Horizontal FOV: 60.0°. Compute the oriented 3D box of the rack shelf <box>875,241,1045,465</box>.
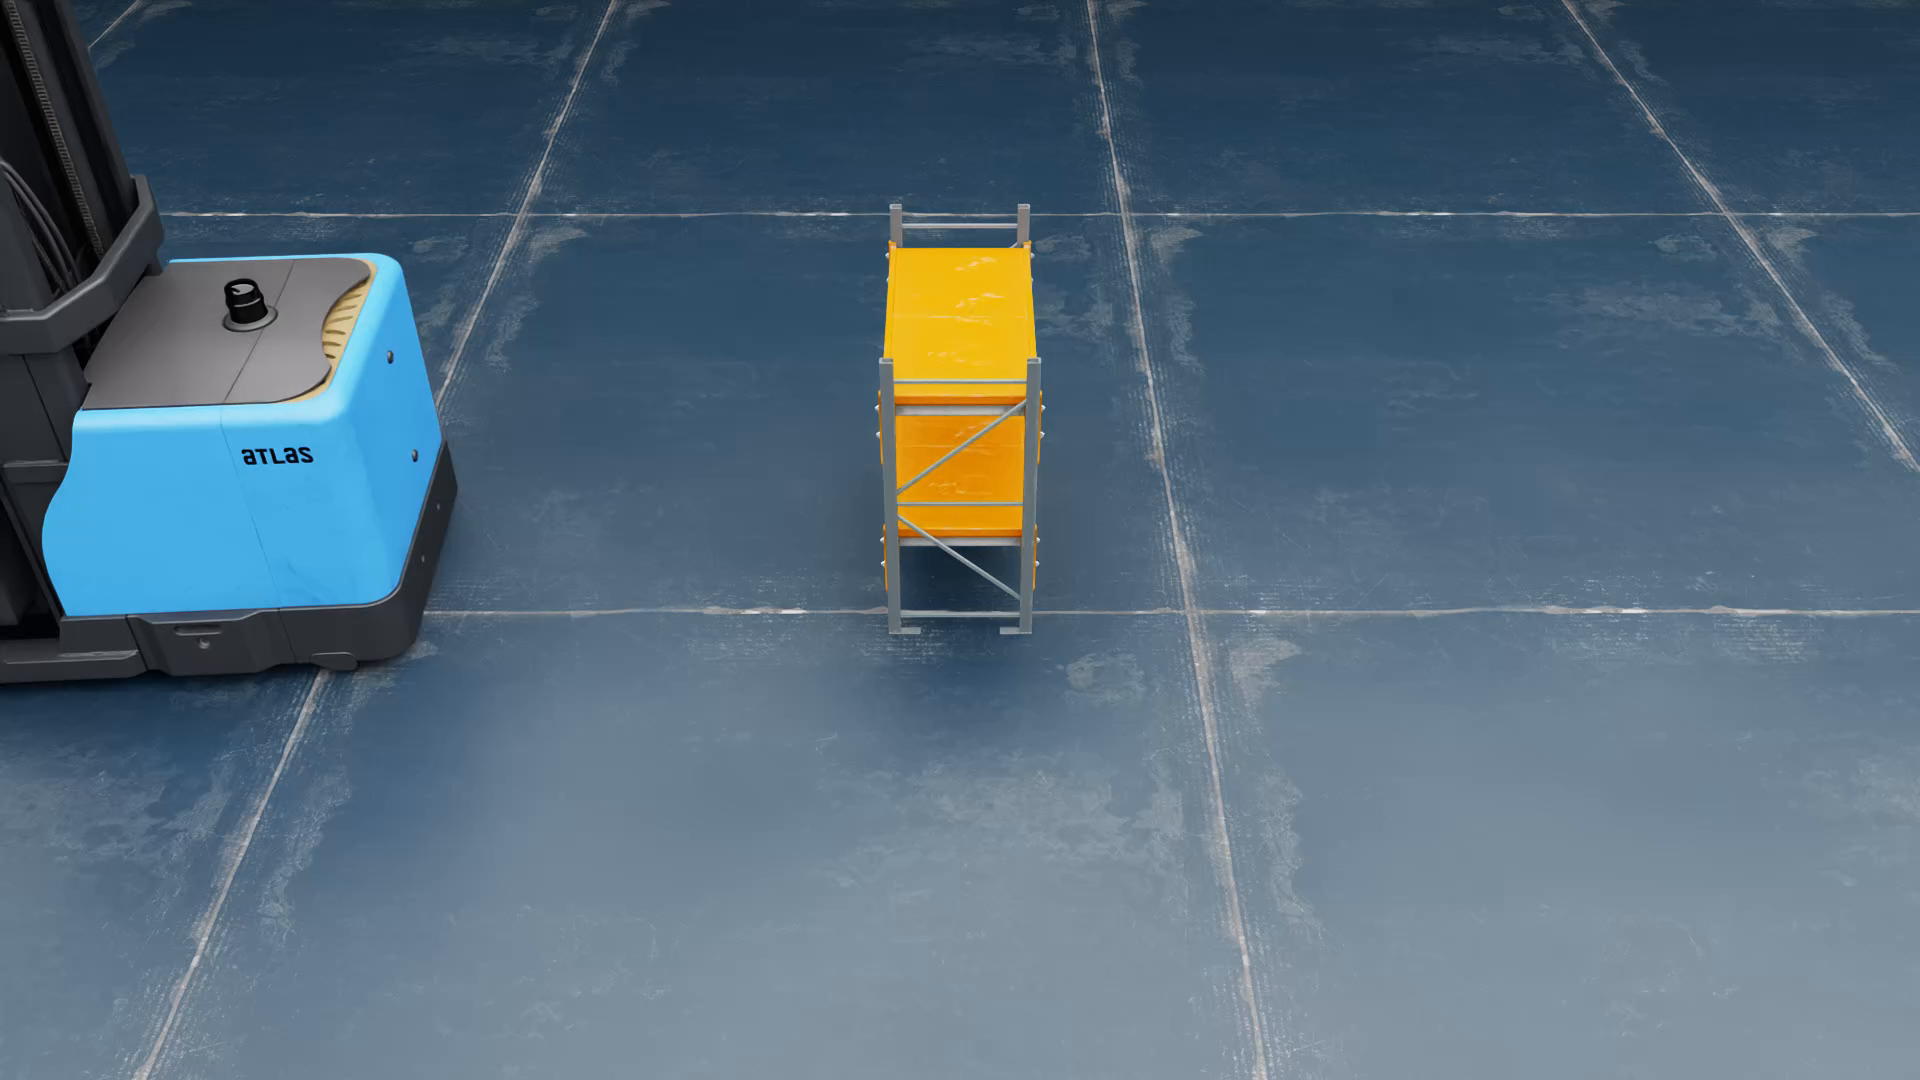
[{"bbox_3d":[0.000,-0.663,5.710,0.538,0.278,1.000,0,39,0],"label":"rack shelf"}]

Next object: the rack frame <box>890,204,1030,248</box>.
[{"bbox_3d":[-0.001,-0.753,6.290,0.500,1.125,0.032,0,39,0],"label":"rack frame"}]

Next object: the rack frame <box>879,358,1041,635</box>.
[{"bbox_3d":[0.001,-0.117,5.496,0.500,1.125,0.032,0,39,0],"label":"rack frame"}]

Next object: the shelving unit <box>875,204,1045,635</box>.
[{"bbox_3d":[0.000,-0.435,5.893,0.538,1.125,1.048,0,39,0],"label":"shelving unit"}]

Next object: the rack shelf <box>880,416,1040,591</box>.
[{"bbox_3d":[0.000,-0.244,6.046,0.538,0.278,1.000,0,39,0],"label":"rack shelf"}]

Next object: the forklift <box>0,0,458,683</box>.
[{"bbox_3d":[-3.408,-0.951,5.093,3.031,2.935,1.130,-2,39,-3],"label":"forklift"}]
